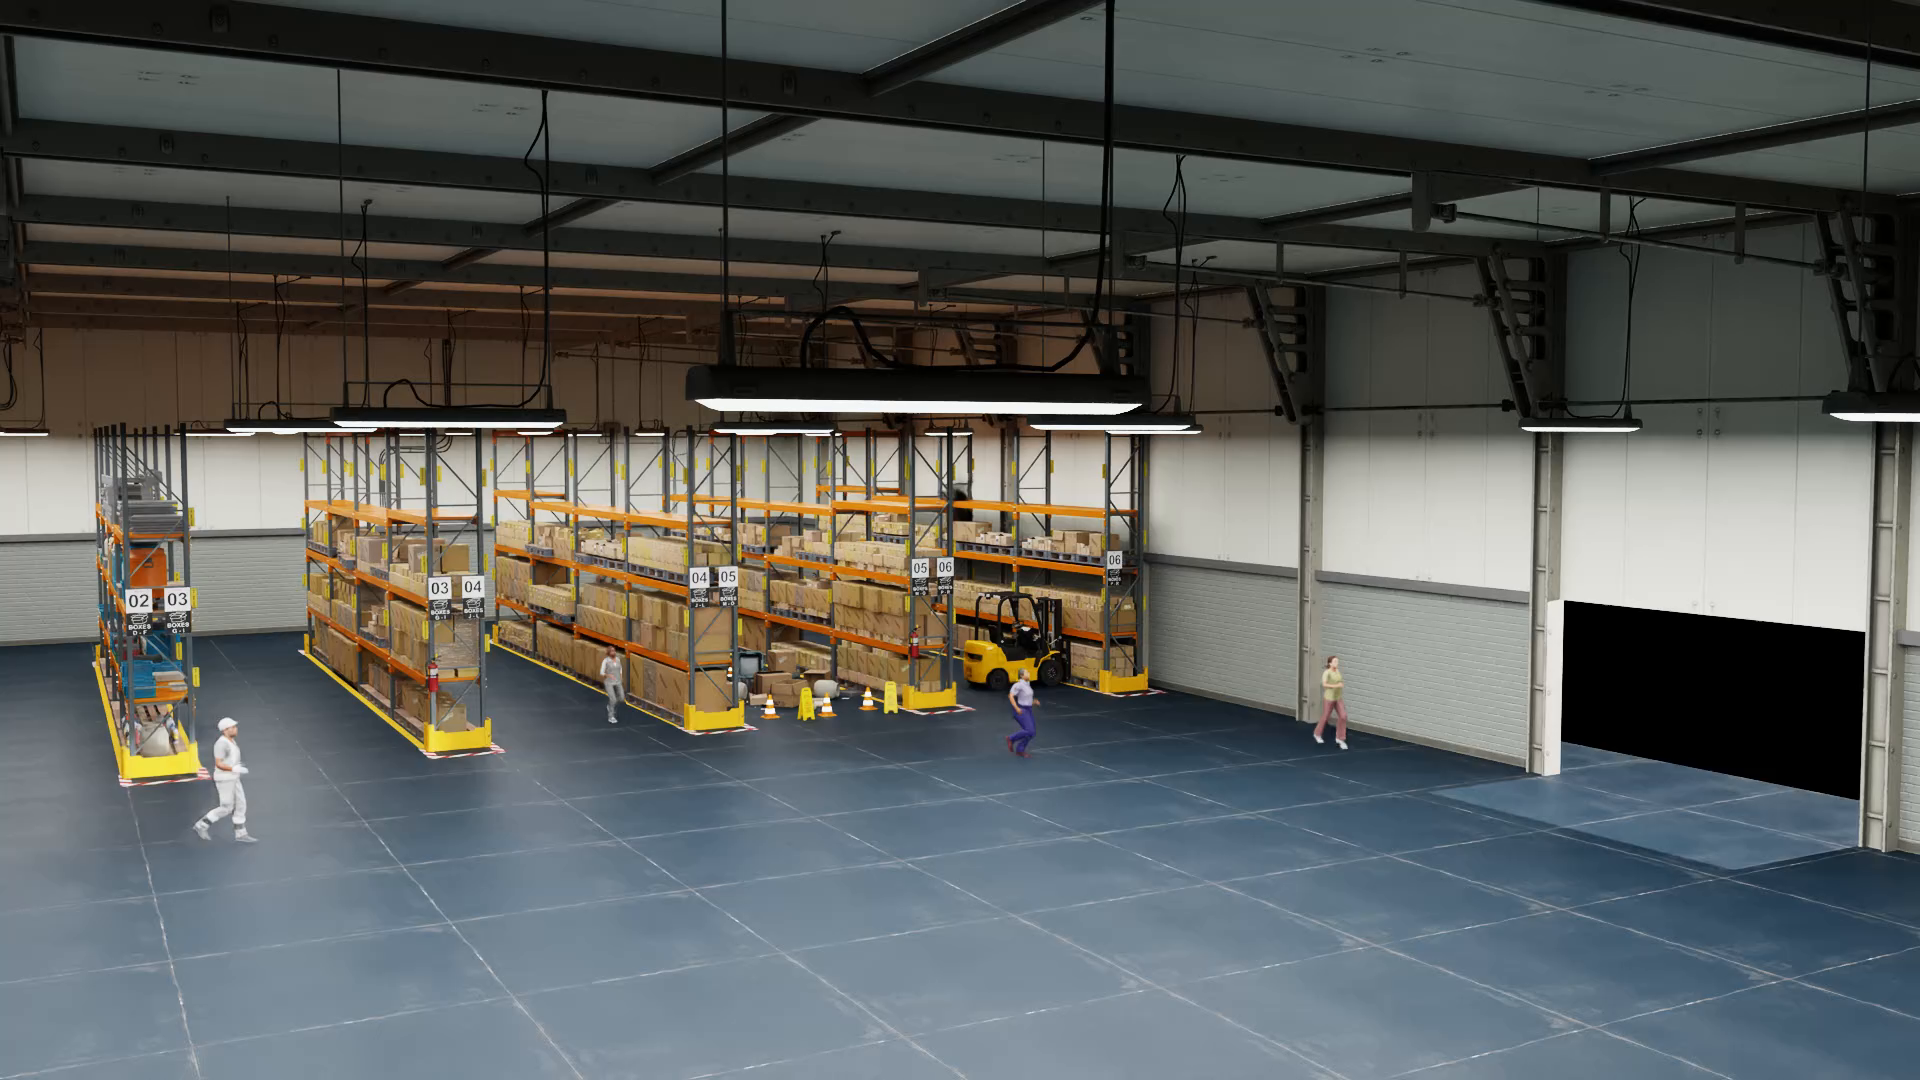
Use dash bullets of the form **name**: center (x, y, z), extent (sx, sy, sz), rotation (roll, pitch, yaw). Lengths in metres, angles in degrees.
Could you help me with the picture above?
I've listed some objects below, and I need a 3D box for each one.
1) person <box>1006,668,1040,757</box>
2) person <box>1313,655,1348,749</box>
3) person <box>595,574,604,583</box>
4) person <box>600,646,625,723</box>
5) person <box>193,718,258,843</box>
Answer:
- **person**: center (1.141, 3.112, 29.960), extent (0.559, 1.612, 0.634), rotation (1, 4, 21)
- **person**: center (6.902, 3.005, 30.990), extent (0.564, 1.737, 0.780), rotation (-2, 4, -32)
- **person**: center (-10.704, 1.805, 49.564), extent (1.049, 1.761, 0.704), rotation (-2, 4, -34)
- **person**: center (-6.987, 2.910, 33.551), extent (0.525, 1.554, 0.549), rotation (-3, 5, -41)
- **person**: center (-10.394, 3.408, 23.514), extent (0.839, 1.792, 0.686), rotation (-1, 4, -9)
